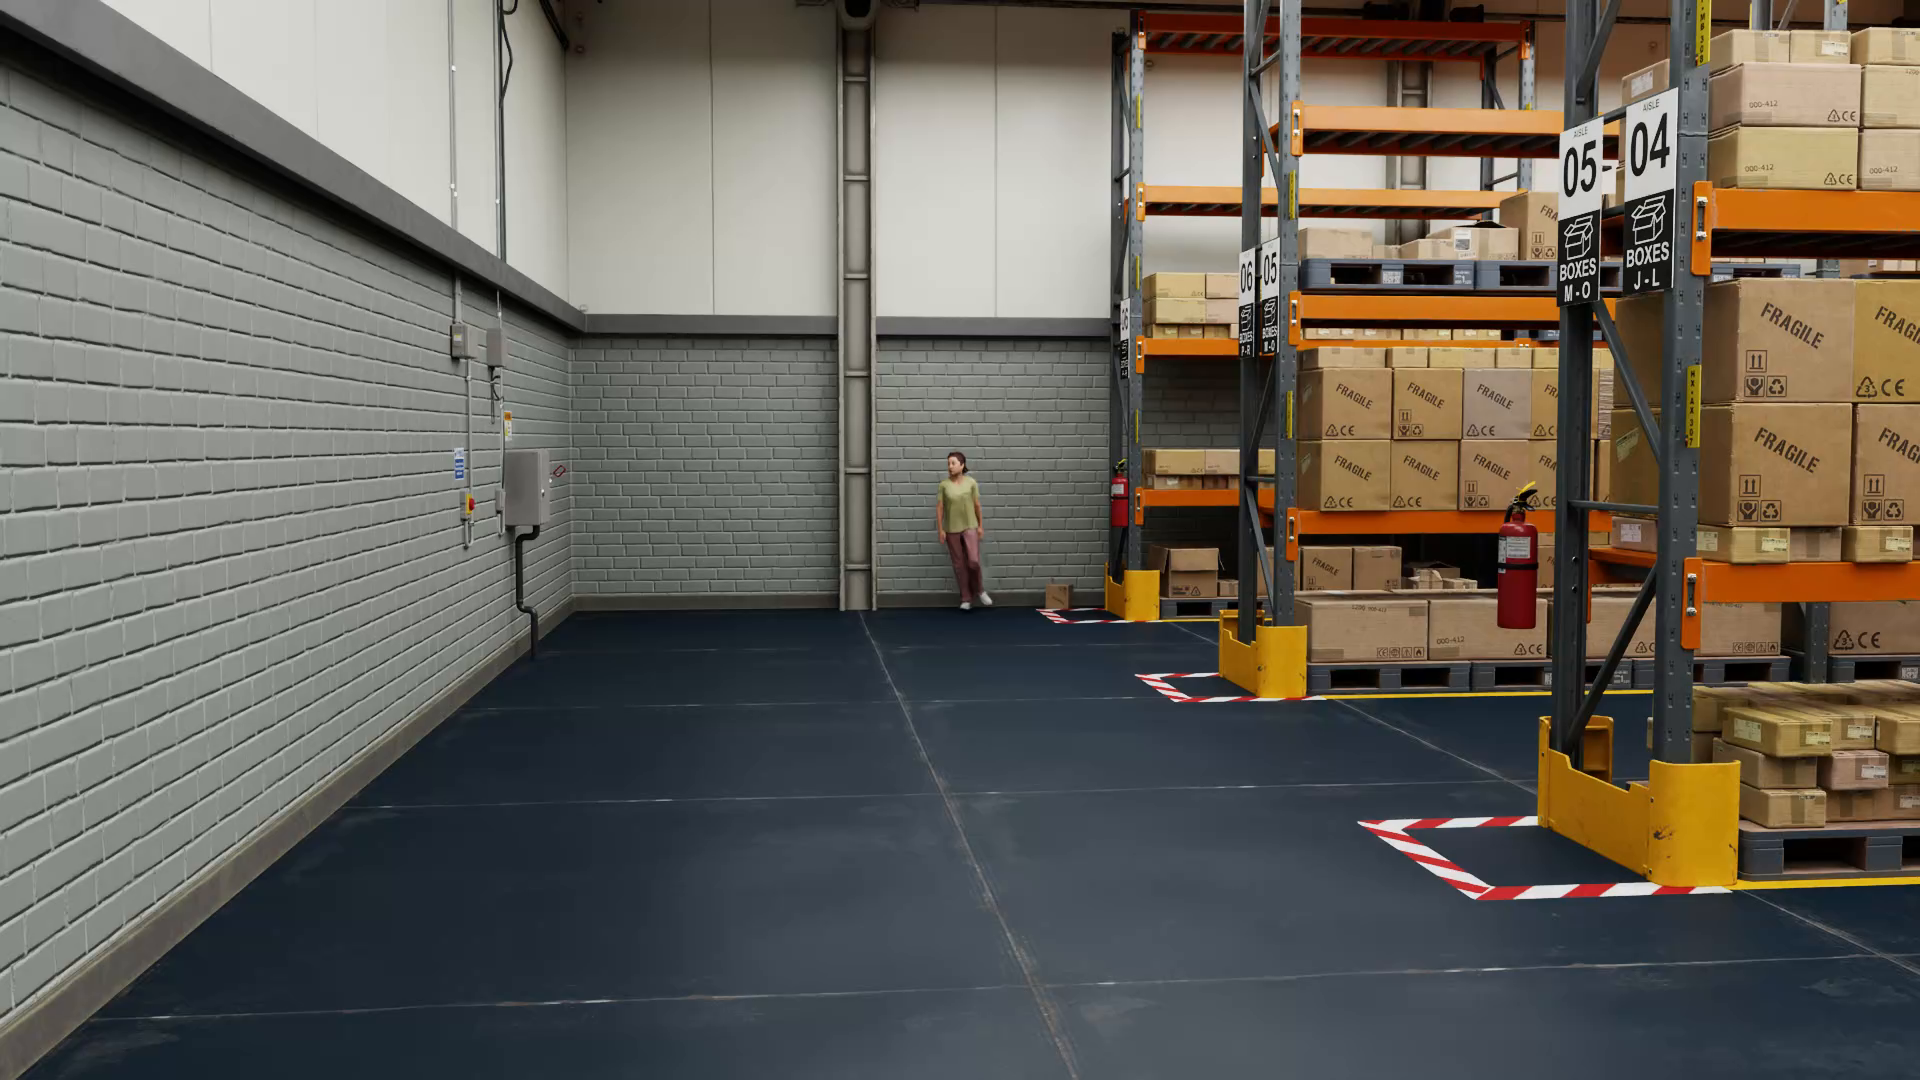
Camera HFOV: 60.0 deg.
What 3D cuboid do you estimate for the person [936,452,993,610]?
[{"bbox_3d":[0.044,-0.090,17.254,0.580,1.649,0.483,0,3,8],"label":"person"}]
